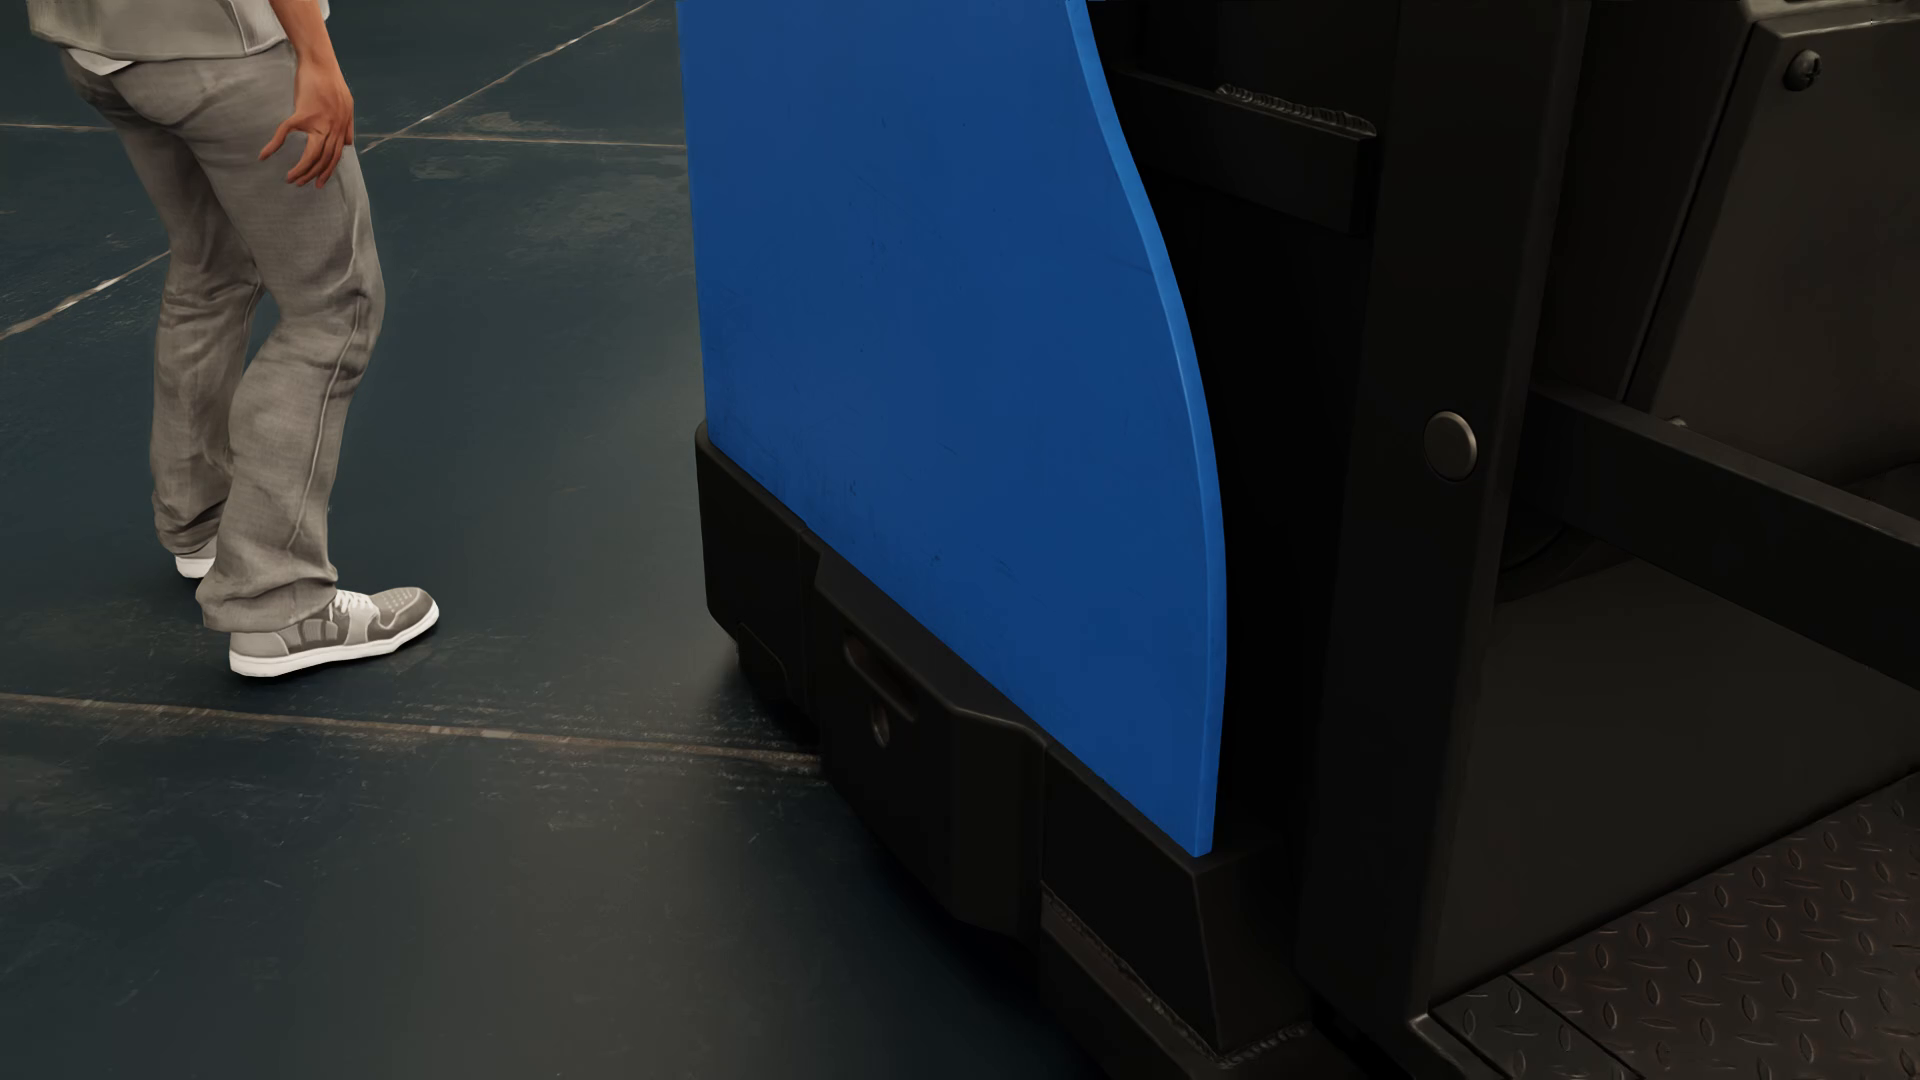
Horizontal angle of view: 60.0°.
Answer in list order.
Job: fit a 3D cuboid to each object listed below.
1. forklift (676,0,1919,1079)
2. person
[{"bbox_3d":[0.855,-0.726,0.671,1.130,2.935,3.031,-15,30,-27],"label":"forklift"},{"bbox_3d":[-0.881,-0.595,1.940,0.650,1.570,0.357,21,34,36],"label":"person"}]
